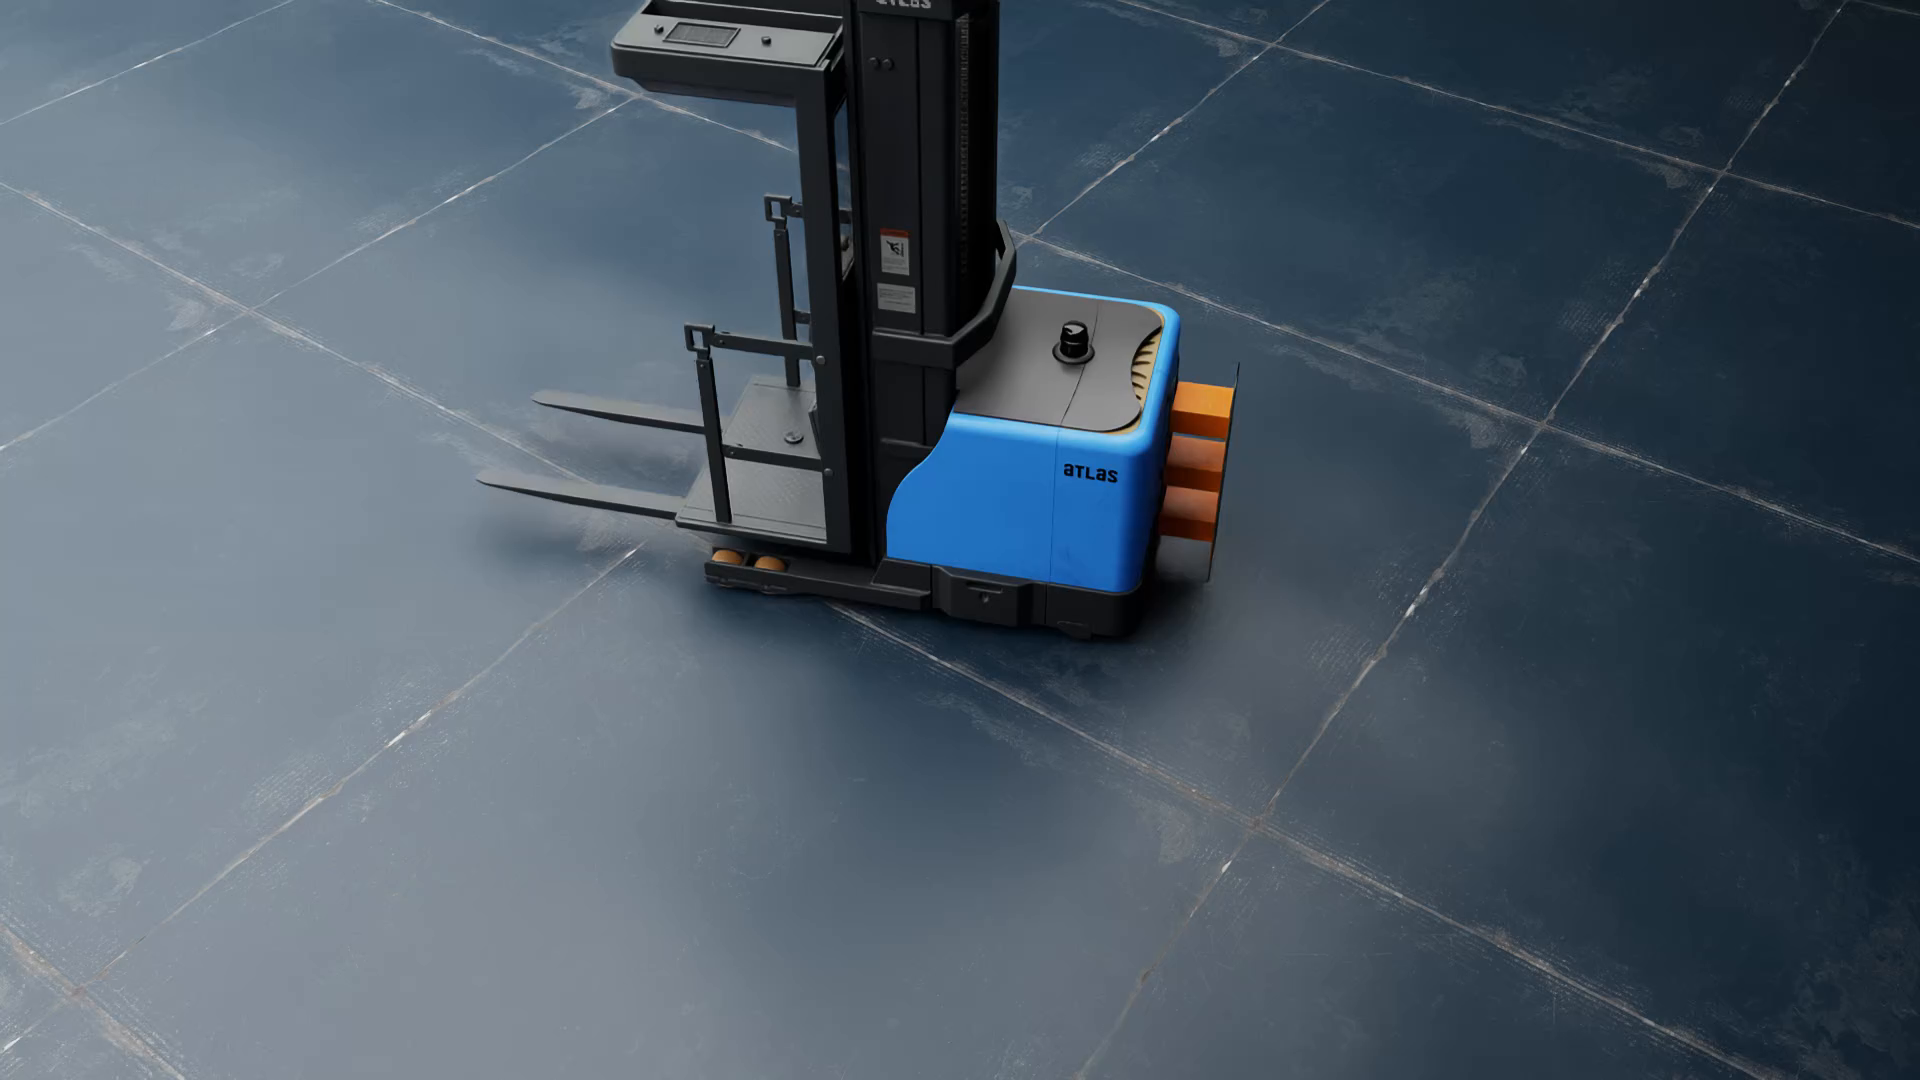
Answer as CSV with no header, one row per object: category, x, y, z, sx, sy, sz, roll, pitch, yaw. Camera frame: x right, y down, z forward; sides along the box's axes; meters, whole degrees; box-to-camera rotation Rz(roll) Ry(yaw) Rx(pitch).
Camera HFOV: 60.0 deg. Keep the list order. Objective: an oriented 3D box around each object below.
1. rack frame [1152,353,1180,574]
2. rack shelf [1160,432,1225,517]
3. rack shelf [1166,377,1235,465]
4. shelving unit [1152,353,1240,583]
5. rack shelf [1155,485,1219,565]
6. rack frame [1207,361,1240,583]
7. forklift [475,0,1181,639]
rack frame,0.872,-0.306,7.053,0.008,1.050,0.200,9,43,10
rack shelf,0.991,-0.279,7.039,0.240,0.259,0.215,9,43,10
rack shelf,0.991,-0.491,6.850,0.240,0.259,0.215,9,43,10
shelving unit,0.991,-0.287,7.032,0.252,1.050,0.215,9,43,10
rack shelf,0.991,-0.072,7.224,0.240,0.259,0.215,9,43,10
rack frame,1.110,-0.269,7.012,0.008,1.050,0.200,9,43,10
forklift,-0.630,-1.190,6.630,3.031,2.935,1.130,9,43,10
